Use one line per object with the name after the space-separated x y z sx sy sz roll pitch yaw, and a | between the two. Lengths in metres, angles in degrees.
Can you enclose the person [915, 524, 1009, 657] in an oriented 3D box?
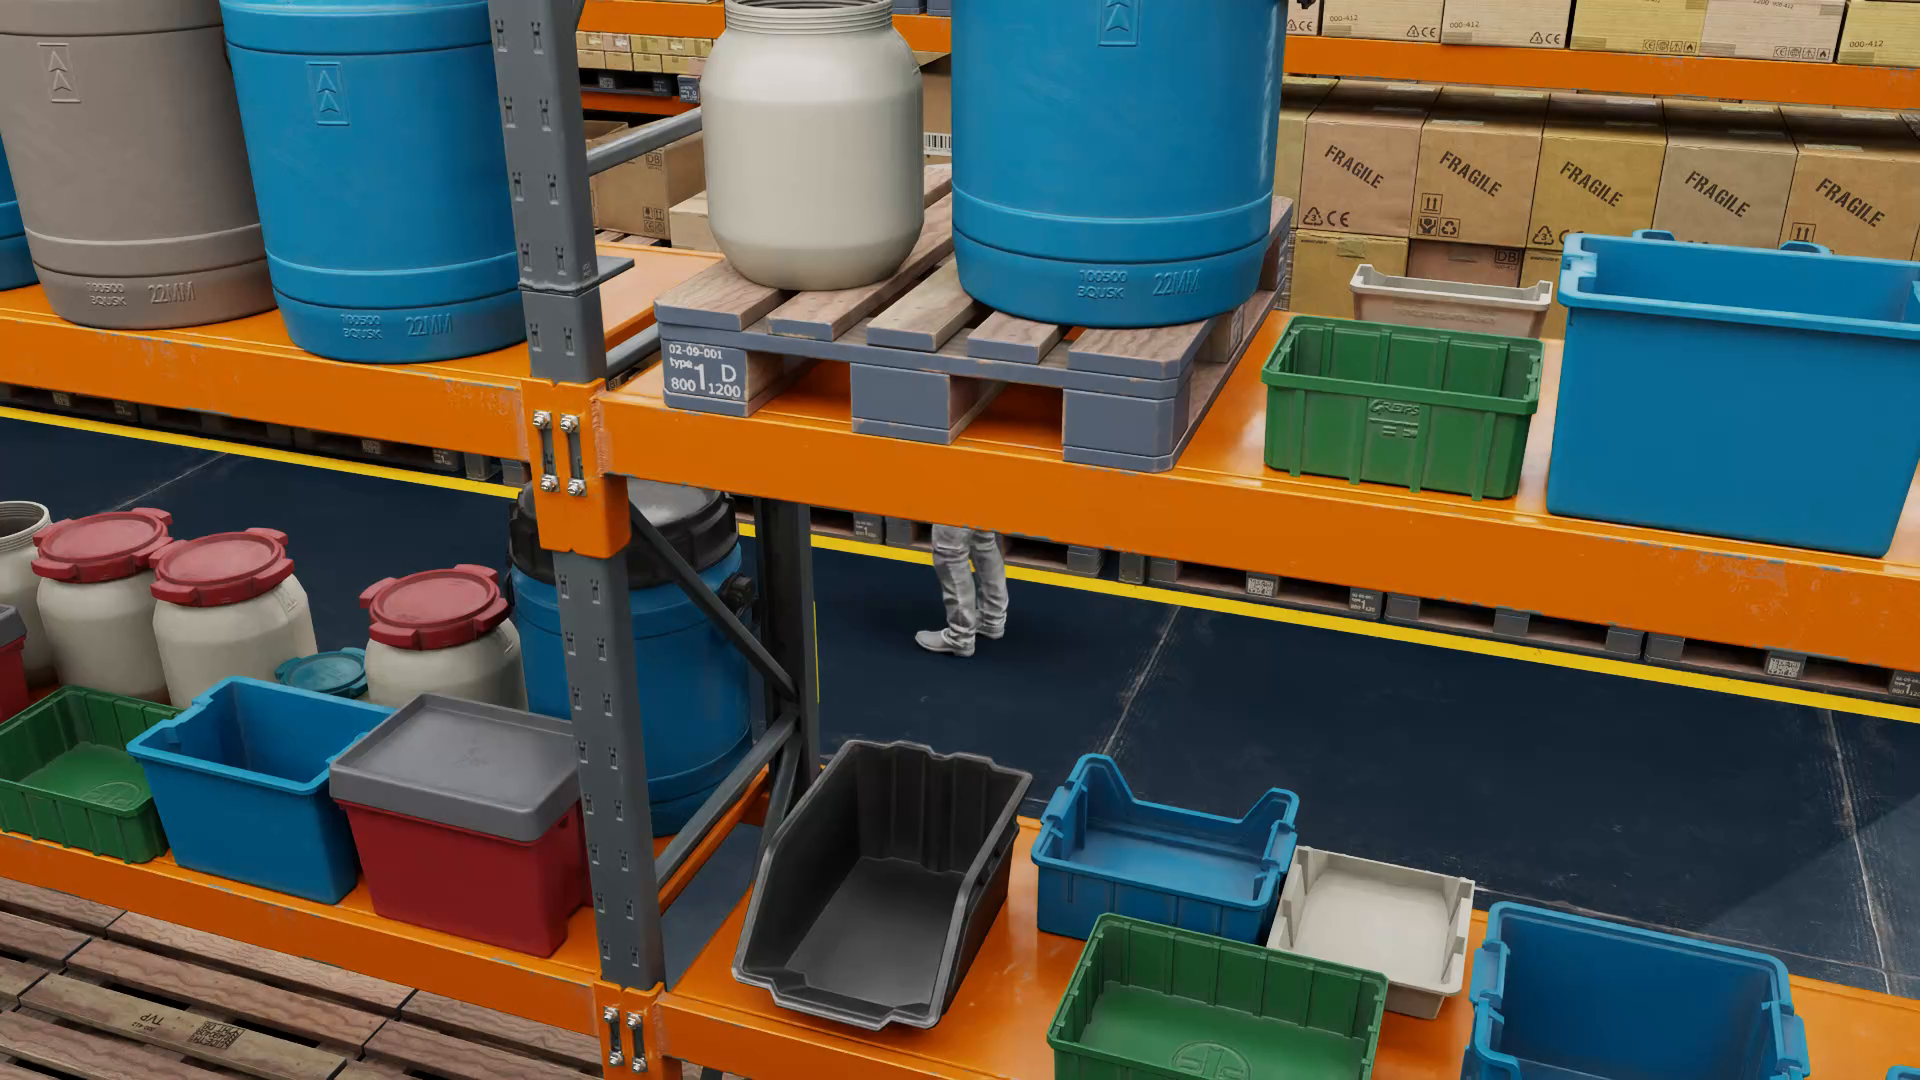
-0.033 -0.310 7.743 0.574 1.778 0.488 13 28 25 | person
